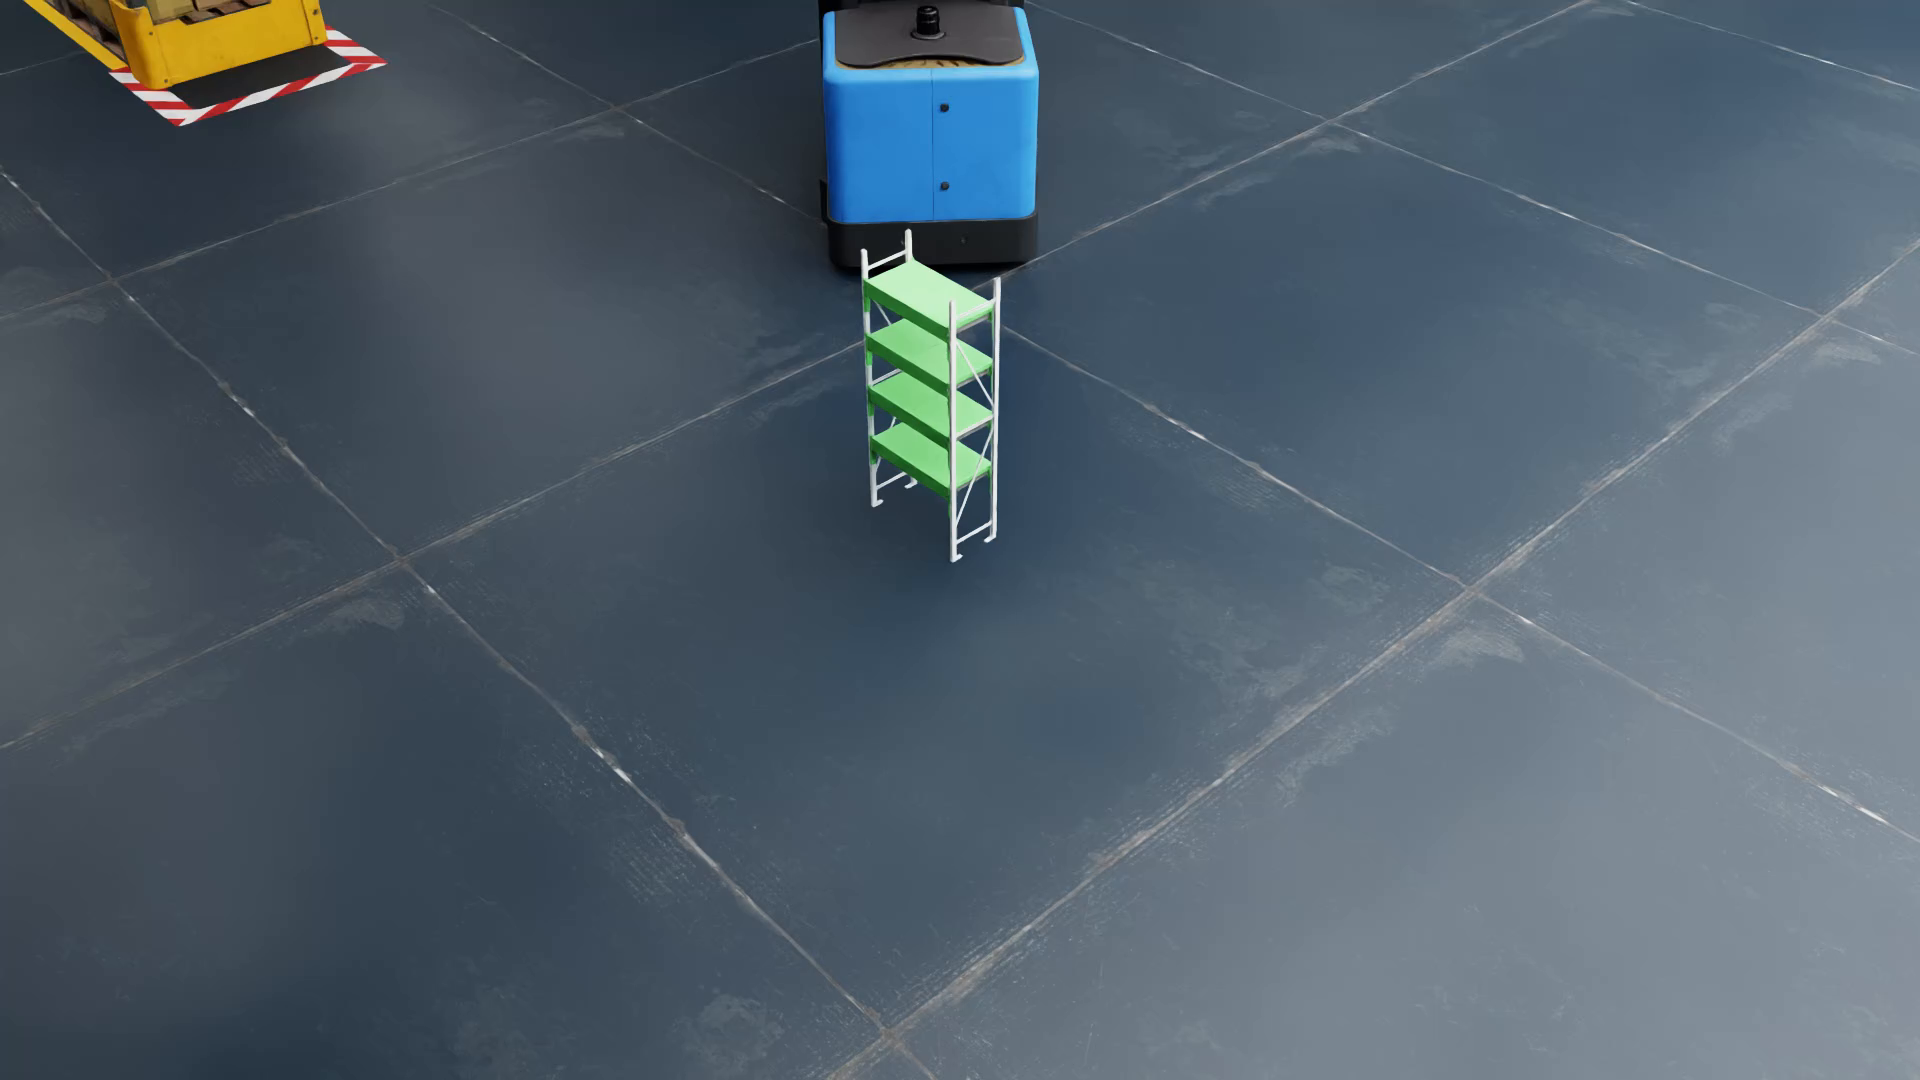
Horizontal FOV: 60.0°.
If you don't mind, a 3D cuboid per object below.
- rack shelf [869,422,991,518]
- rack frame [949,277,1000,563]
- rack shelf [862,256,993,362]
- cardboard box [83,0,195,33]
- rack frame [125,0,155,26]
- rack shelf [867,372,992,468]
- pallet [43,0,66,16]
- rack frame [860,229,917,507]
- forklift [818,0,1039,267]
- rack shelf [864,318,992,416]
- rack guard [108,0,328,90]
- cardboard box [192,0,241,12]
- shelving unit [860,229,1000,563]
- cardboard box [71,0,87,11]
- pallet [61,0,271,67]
[{"bbox_3d":[-0.112,-0.307,6.659,0.258,0.148,0.480,-30,48,-32],"label":"rack shelf"},{"bbox_3d":[0.053,-0.430,6.328,0.240,1.200,0.015,-30,48,-32],"label":"rack frame"},{"bbox_3d":[-0.112,-0.867,6.206,0.258,0.148,0.480,-30,48,-32],"label":"rack shelf"},{"bbox_3d":[-5.206,-3.454,10.494,0.500,0.250,0.500,-30,48,-32],"label":"cardboard box"},{"bbox_3d":[-4.625,-4.238,9.610,1.000,3.000,0.127,-30,48,-32],"label":"rack frame"},{"bbox_3d":[-0.112,-0.494,6.508,0.258,0.148,0.480,-30,48,-32],"label":"rack shelf"},{"bbox_3d":[-5.994,-4.054,11.601,1.003,0.211,1.213,-30,48,-32],"label":"pallet"},{"bbox_3d":[-0.277,-0.656,6.608,0.240,1.200,0.015,-30,48,-32],"label":"rack frame"},{"bbox_3d":[-0.222,-3.417,8.648,1.130,2.935,3.031,-2,39,-3],"label":"forklift"},{"bbox_3d":[-0.112,-0.680,6.357,0.258,0.148,0.480,-30,48,-32],"label":"rack shelf"},{"bbox_3d":[-4.609,-3.255,10.382,1.175,0.500,0.348,-30,48,-32],"label":"rack guard"},{"bbox_3d":[-4.824,-3.675,10.767,0.500,0.250,0.500,-30,48,-32],"label":"cardboard box"},{"bbox_3d":[-0.112,-0.543,6.468,0.258,1.200,0.503,-30,48,-32],"label":"shelving unit"},{"bbox_3d":[-5.553,-3.681,10.774,0.500,0.250,0.500,-30,48,-32],"label":"cardboard box"},{"bbox_3d":[-5.173,-3.489,10.902,1.003,0.211,1.213,-30,48,-32],"label":"pallet"}]
